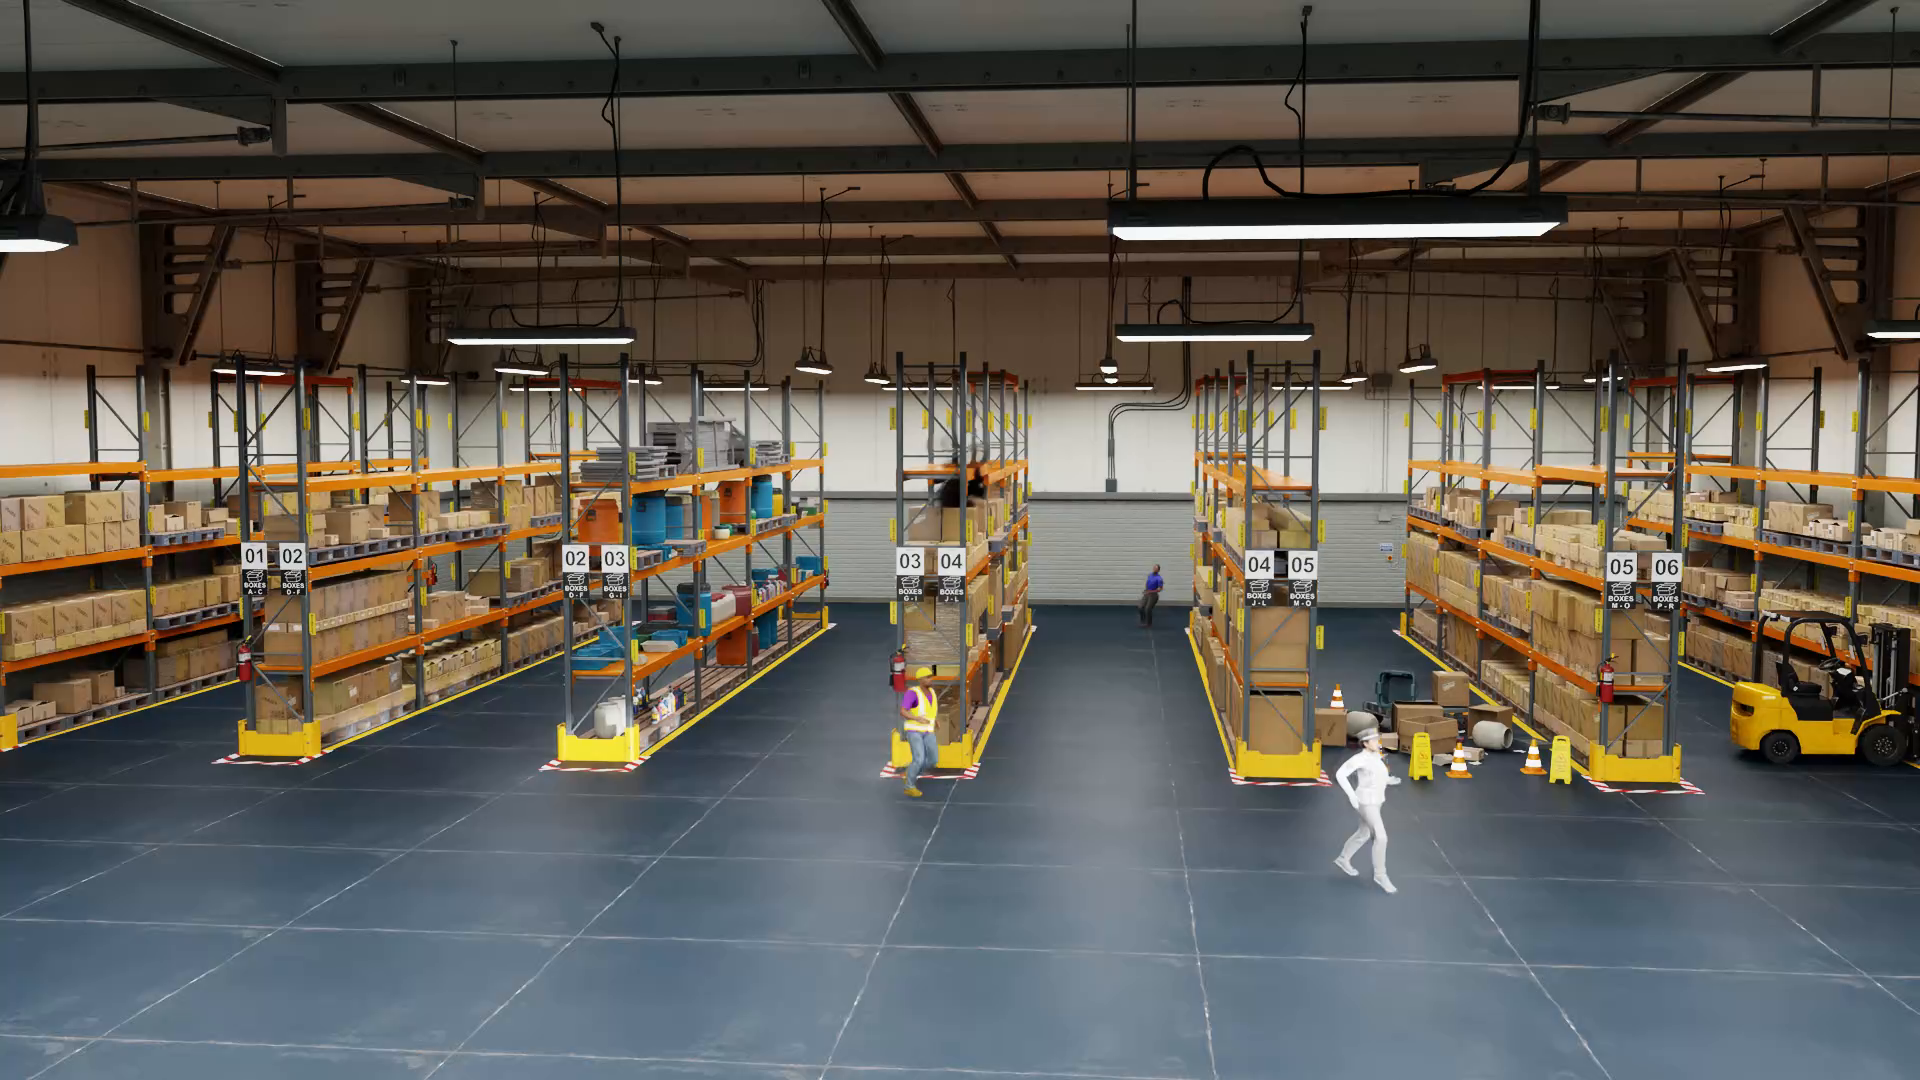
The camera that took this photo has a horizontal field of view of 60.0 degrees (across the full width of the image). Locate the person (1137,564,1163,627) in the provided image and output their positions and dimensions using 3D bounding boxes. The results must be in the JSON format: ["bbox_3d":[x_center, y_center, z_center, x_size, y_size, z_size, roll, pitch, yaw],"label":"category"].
[{"bbox_3d":[4.581,1.357,40.299,0.789,1.571,0.553,4,6,44],"label":"person"}]

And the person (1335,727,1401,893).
[{"bbox_3d":[4.392,2.874,17.942,0.793,1.744,0.585,3,5,39],"label":"person"}]

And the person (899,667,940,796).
[{"bbox_3d":[-0.495,2.562,22.342,0.740,1.708,0.613,-4,6,-45],"label":"person"}]
